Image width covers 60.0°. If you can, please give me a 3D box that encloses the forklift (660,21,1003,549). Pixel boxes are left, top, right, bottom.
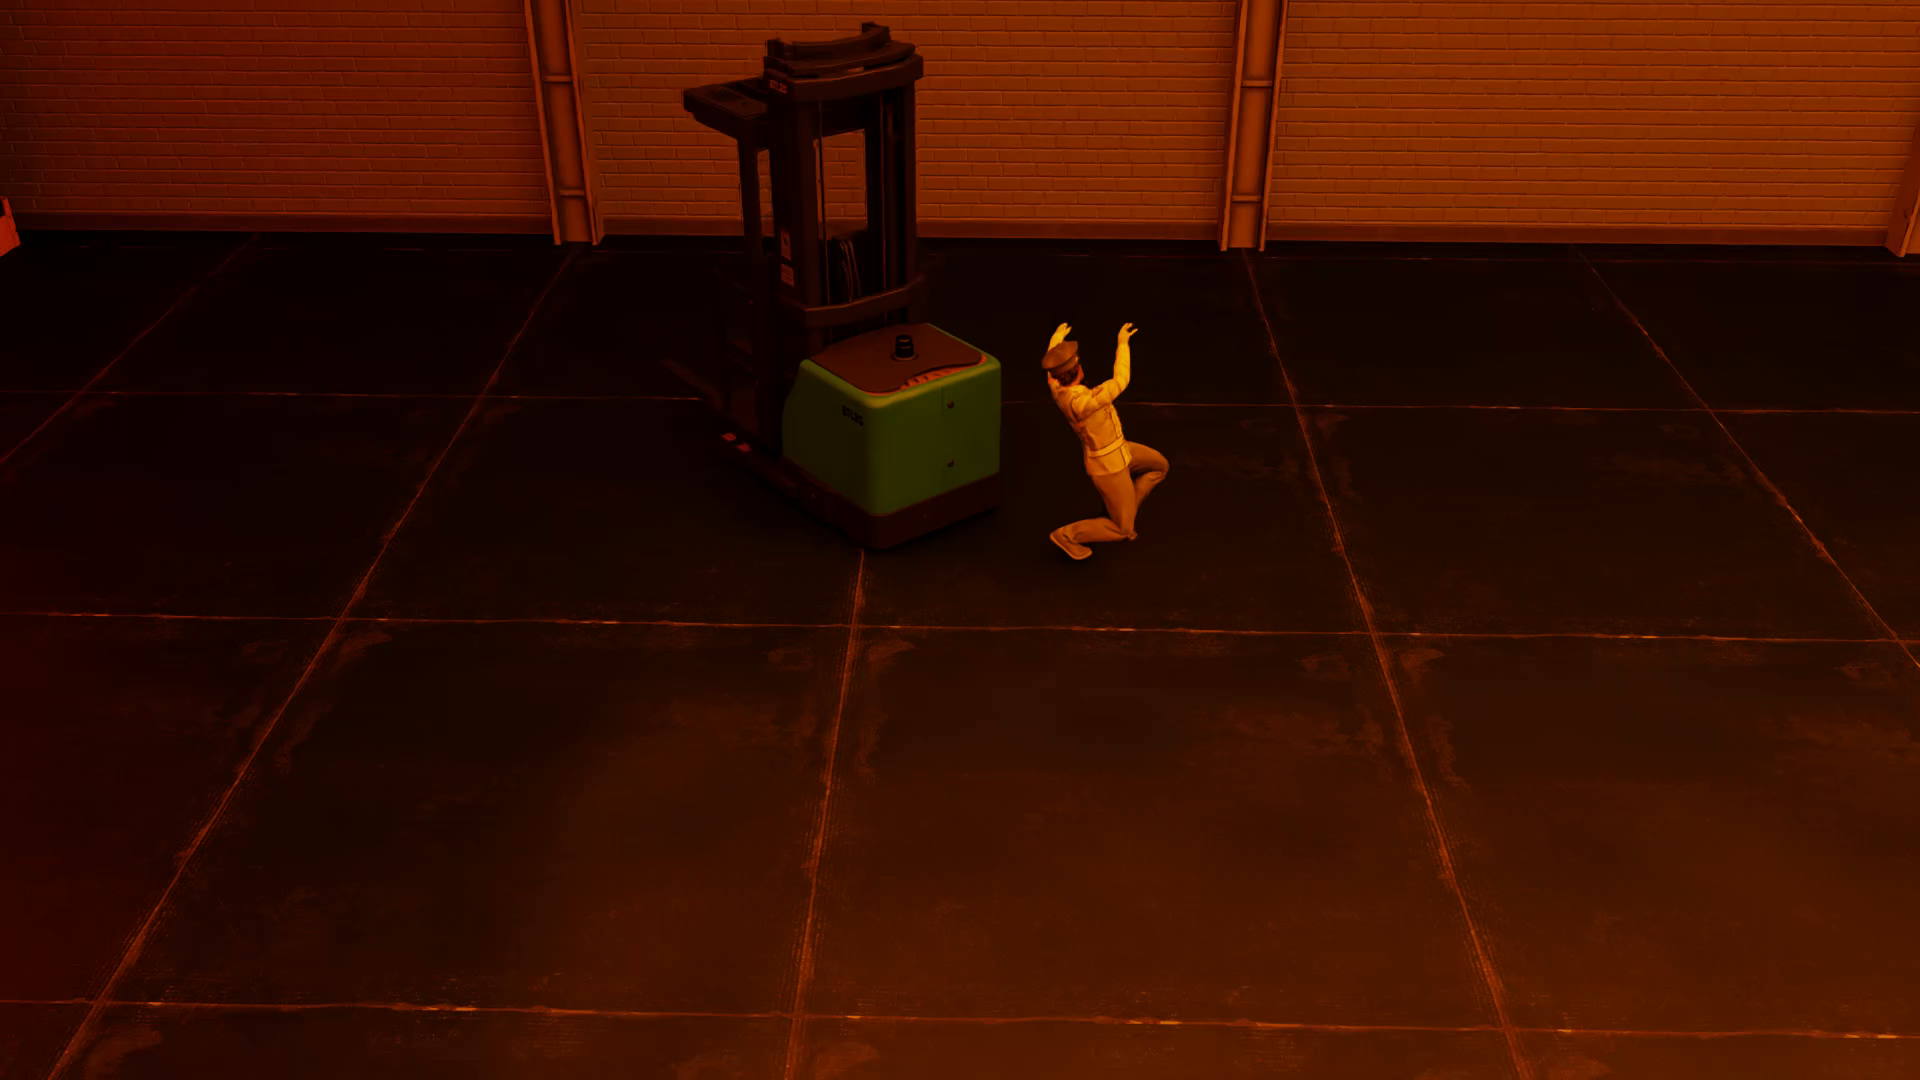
[{"bbox_3d":[-1.030,-1.890,10.820,1.130,2.935,3.031,-22,37,-32],"label":"forklift"}]

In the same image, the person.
[{"bbox_3d":[0.878,-0.682,10.186,0.825,1.536,1.019,-1,31,-2],"label":"person"}]
